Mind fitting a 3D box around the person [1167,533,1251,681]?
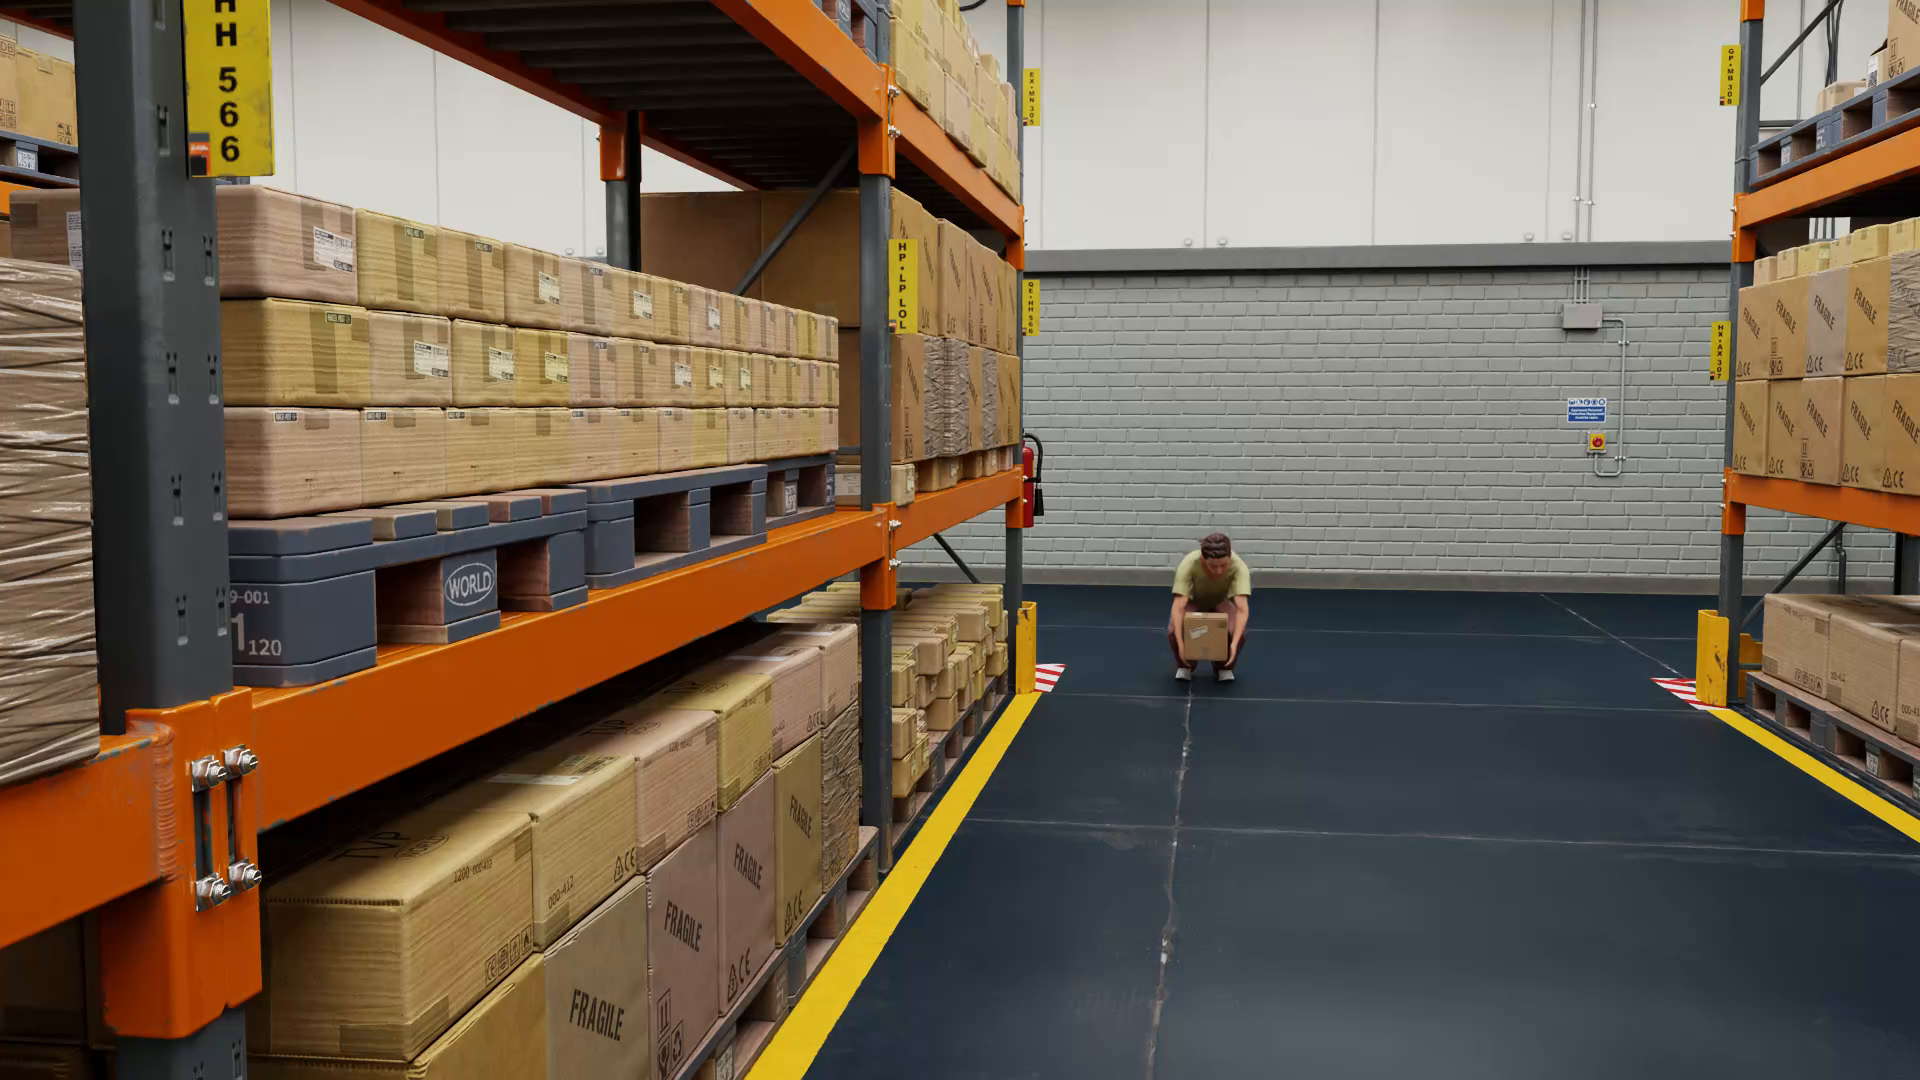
[{"bbox_3d":[1.504,0.401,10.048,0.494,0.932,0.804,1,5,9],"label":"person"}]
